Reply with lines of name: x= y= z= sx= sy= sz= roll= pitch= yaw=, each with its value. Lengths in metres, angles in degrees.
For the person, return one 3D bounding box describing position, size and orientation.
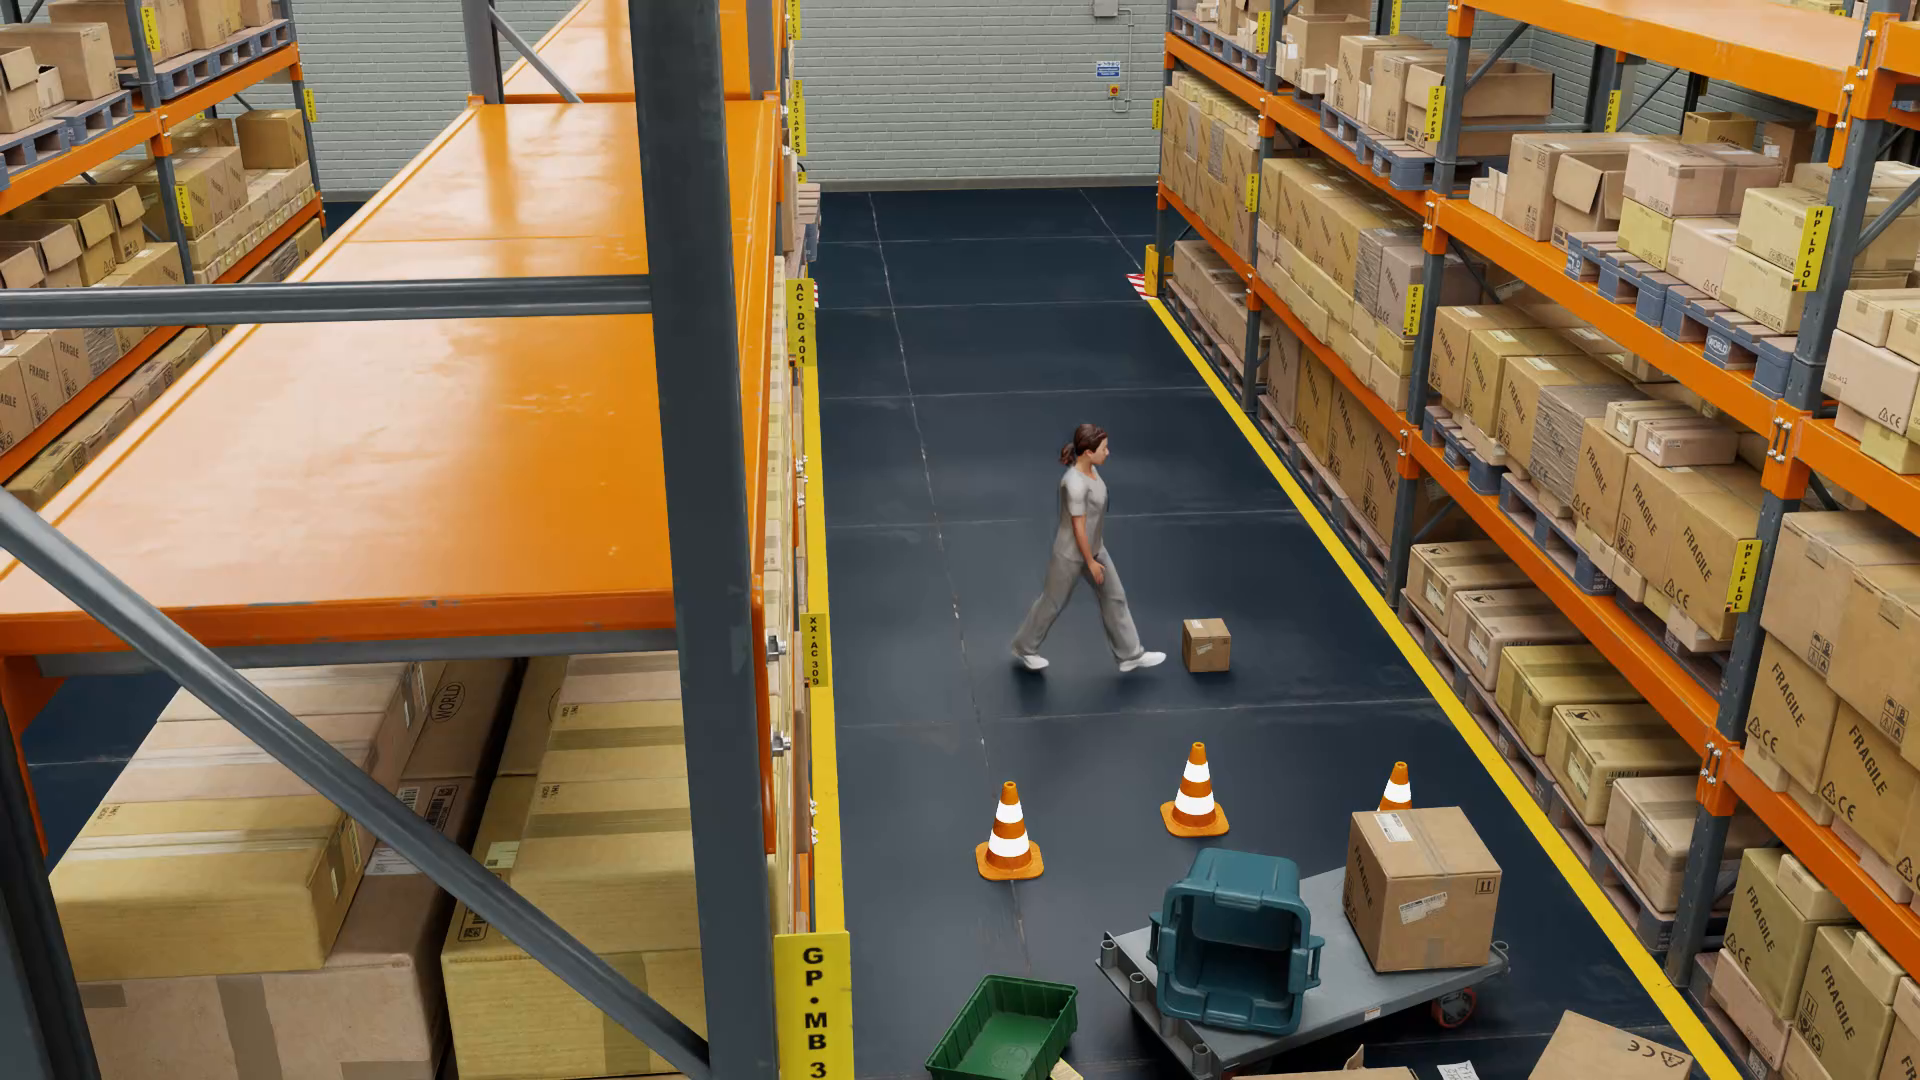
person: x=0.778 y=0.068 z=10.131 sx=0.959 sy=1.630 sz=0.436 roll=10 pitch=26 yaw=22
